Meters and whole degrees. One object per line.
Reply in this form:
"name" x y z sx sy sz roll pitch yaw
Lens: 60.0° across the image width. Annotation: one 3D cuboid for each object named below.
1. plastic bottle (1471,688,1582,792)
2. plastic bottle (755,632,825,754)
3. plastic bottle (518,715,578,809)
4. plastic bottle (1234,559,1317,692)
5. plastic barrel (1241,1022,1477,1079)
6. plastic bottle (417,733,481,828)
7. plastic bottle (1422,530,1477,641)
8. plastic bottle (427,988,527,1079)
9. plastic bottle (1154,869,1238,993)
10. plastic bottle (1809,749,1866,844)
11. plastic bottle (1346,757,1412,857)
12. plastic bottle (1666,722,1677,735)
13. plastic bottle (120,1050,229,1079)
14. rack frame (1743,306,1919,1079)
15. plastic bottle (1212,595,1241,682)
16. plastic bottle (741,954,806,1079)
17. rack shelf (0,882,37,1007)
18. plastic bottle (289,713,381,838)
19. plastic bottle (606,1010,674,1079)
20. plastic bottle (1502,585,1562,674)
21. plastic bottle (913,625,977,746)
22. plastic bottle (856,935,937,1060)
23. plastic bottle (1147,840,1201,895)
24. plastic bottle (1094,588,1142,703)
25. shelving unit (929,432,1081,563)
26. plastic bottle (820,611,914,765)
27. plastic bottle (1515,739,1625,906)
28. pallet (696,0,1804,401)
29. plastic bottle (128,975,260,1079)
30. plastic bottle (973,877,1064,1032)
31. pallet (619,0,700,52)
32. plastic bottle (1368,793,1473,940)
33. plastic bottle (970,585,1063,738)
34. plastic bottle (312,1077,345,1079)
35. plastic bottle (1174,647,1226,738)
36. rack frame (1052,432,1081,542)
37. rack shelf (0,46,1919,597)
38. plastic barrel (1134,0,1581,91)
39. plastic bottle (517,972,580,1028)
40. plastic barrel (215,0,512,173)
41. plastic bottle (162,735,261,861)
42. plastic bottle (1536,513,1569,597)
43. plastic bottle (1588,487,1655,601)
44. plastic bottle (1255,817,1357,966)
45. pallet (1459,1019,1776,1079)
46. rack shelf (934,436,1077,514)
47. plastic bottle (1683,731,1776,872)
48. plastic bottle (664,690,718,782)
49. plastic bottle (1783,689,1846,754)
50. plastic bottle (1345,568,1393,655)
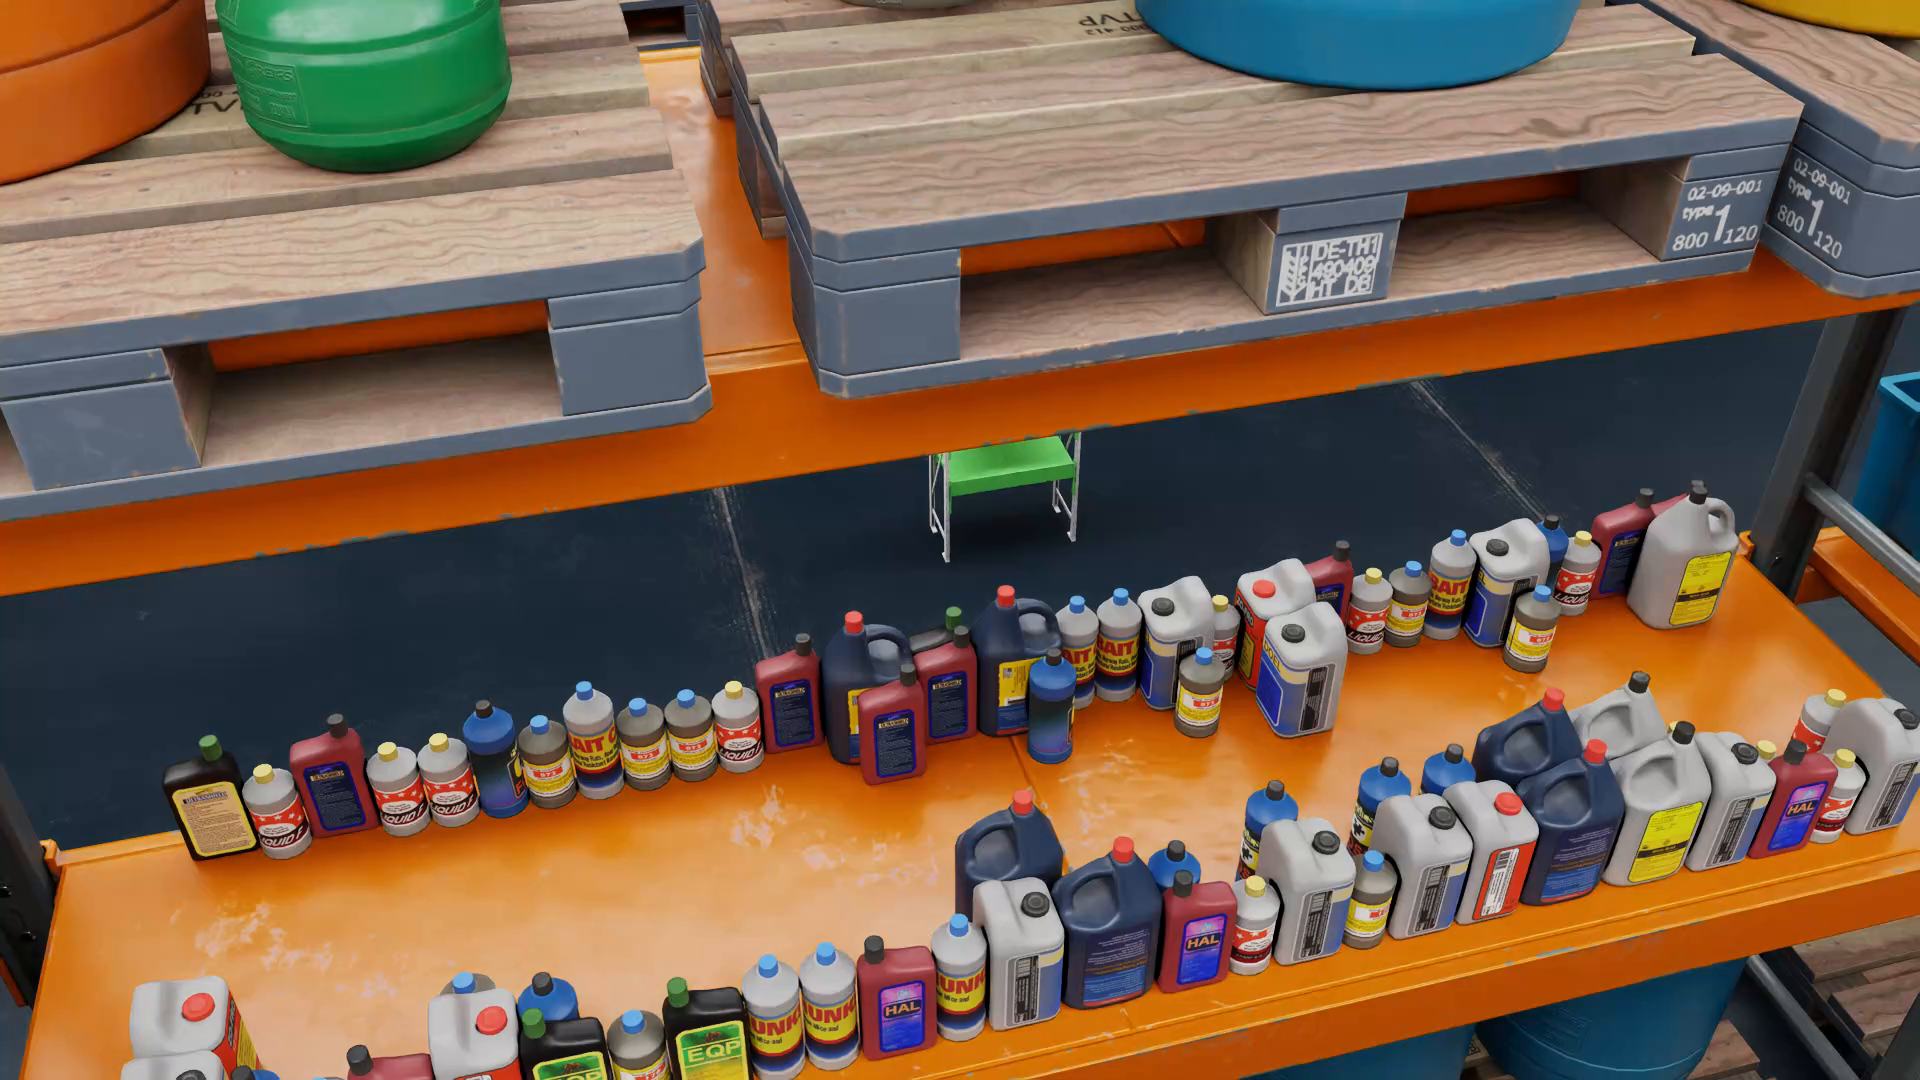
"plastic bottle" 1.106 0.434 3.254 0.185 0.351 0.144 -9 38 -12
"plastic bottle" -0.355 0.317 3.463 0.133 0.283 0.061 -9 38 -12
"plastic bottle" -0.838 0.440 3.369 0.097 0.201 0.097 0 37 0
"plastic bottle" 0.684 0.178 3.650 0.135 0.276 0.152 -9 38 -12
"plastic barrel" 0.911 0.988 3.872 0.708 0.901 0.600 -9 38 -12
"plastic bottle" -1.026 0.471 3.329 0.097 0.201 0.097 0 37 0
"plastic bottle" 1.105 0.094 3.764 0.097 0.271 0.097 0 37 0
"plastic bottle" -0.789 0.863 2.755 0.135 0.276 0.152 -9 38 -12
"plastic bottle" 0.423 0.690 2.975 0.133 0.283 0.061 -9 38 -12
"plastic bottle" 1.723 0.498 3.294 0.097 0.201 0.097 0 37 0
"plastic bottle" 0.808 0.525 3.201 0.097 0.271 0.097 0 37 0
"plastic bottle" 1.425 0.451 3.355 0.097 0.201 0.097 0 37 0
"plastic bottle" -1.236 0.937 2.659 0.135 0.276 0.152 -9 38 -12
"rack frame" 2.124 0.133 3.608 0.127 3.000 1.000 -9 38 -12
"plastic bottle" 0.565 0.210 3.670 0.097 0.201 0.097 0 37 0
"plastic bottle" -0.318 0.805 2.835 0.097 0.271 0.097 0 37 0
"rack shelf" -3.669 1.369 2.584 4.000 0.370 1.077 -9 38 -12
"plastic bottle" -1.236 0.462 3.274 0.133 0.283 0.061 -9 38 -12
"plastic bottle" -0.541 0.869 2.808 0.097 0.201 0.097 0 37 0
"plastic bottle" 1.275 0.189 3.697 0.097 0.201 0.097 0 37 0
"plastic bottle" -0.032 0.302 3.482 0.133 0.283 0.061 -9 38 -12
"plastic bottle" -0.108 0.777 2.861 0.133 0.283 0.061 -9 38 -12
"plastic bottle" 0.385 0.651 3.036 0.097 0.271 0.097 0 37 0
"plastic bottle" 0.341 0.219 3.600 0.097 0.271 0.097 0 37 0
"shelving unit" 0.160 -0.503 5.920 0.503 1.200 0.258 -9 38 -12
"plastic bottle" -0.191 0.290 3.443 0.185 0.351 0.144 -9 38 -12
"plastic bottle" 1.143 0.519 3.143 0.185 0.351 0.144 -9 38 -12
"pallet" 0.298 -0.621 2.280 1.213 0.211 1.003 -9 38 -12
"plastic bottle" -1.275 0.847 2.776 0.135 0.276 0.152 -9 38 -12
"plastic bottle" 0.103 0.717 2.946 0.135 0.276 0.152 -9 38 -12
"pallet" -1.149 -2.374 7.043 1.213 0.211 1.003 -9 38 -12
"plastic bottle" 0.858 0.593 3.108 0.135 0.276 0.152 -9 38 -12
"plastic bottle" 0.117 0.239 3.509 0.185 0.351 0.144 -9 38 -12
"plastic bottle" -1.023 0.948 2.705 0.097 0.201 0.097 0 37 0
"plastic bottle" 0.510 0.315 3.533 0.097 0.201 0.097 0 37 0
"rack frame" 0.395 -0.541 5.970 0.015 1.200 0.240 -9 38 -12
"rack shelf" 0.193 -0.456 2.501 4.000 0.370 1.077 -9 38 -12
"plastic barrel" 0.516 -1.065 1.946 0.708 0.901 0.600 -9 38 -12
"plastic bottle" -0.686 0.827 2.806 0.097 0.271 0.097 0 37 0
"plastic barrel" -0.655 -0.563 1.831 0.294 0.245 0.294 0 37 0
"plastic bottle" -1.458 0.498 3.226 0.133 0.283 0.061 -9 38 -12
"plastic bottle" 1.329 0.057 3.813 0.097 0.271 0.097 0 37 0
"plastic bottle" 1.530 0.008 3.867 0.133 0.283 0.061 -9 38 -12
"plastic bottle" 0.634 0.630 3.060 0.135 0.276 0.152 -9 38 -12
"pallet" 1.368 1.338 4.327 1.213 0.211 1.003 -9 38 -12
"rack shelf" 0.160 -0.261 6.104 0.480 0.148 0.258 -9 38 -12
"plastic bottle" 1.475 0.492 3.240 0.135 0.276 0.152 -9 38 -12
"plastic bottle" -0.556 0.394 3.429 0.097 0.201 0.097 0 37 0
"plastic bottle" 1.777 0.393 3.431 0.097 0.201 0.097 0 37 0
"plastic bottle" 0.917 0.152 3.745 0.097 0.201 0.097 0 37 0
